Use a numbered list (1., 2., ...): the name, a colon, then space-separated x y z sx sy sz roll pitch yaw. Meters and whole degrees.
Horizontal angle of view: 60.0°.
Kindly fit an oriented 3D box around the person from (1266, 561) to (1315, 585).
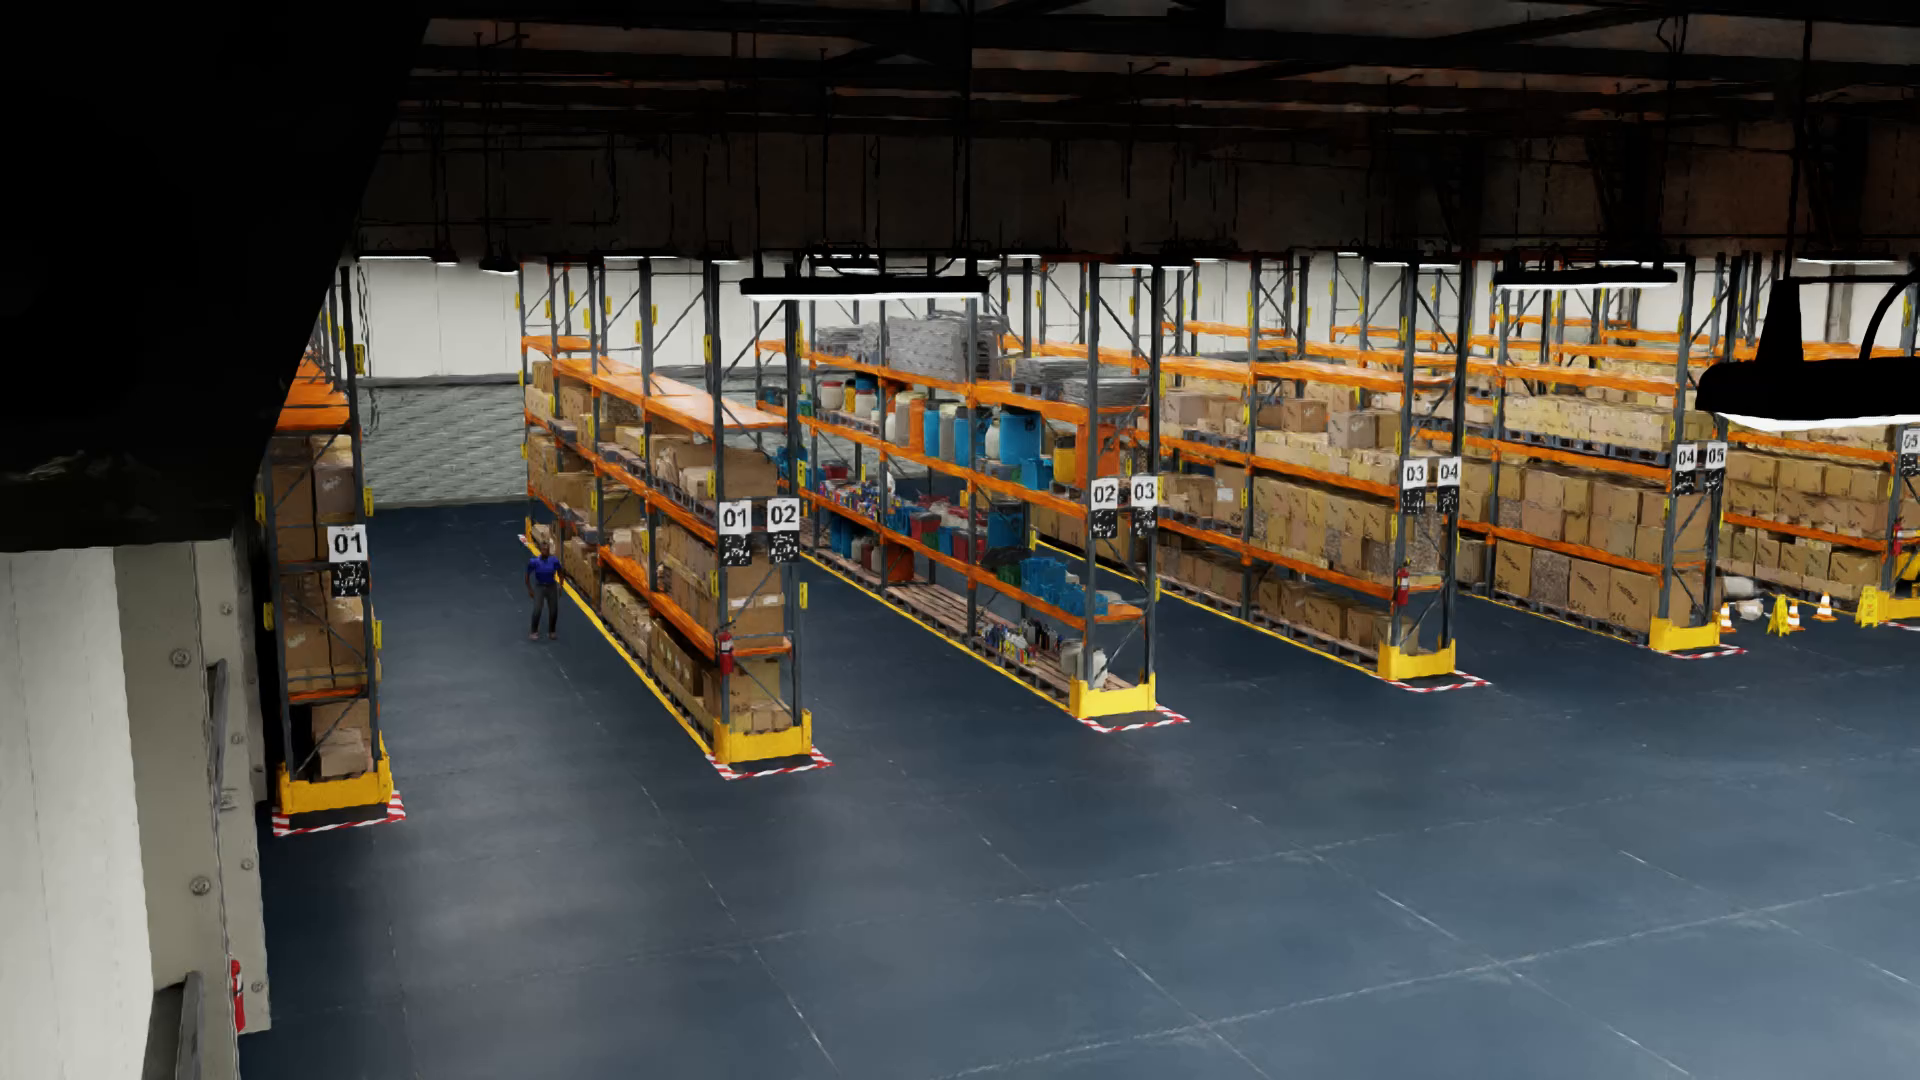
1. person: 5.978 0.024 30.250 0.691 1.662 0.816 -8 13 -38

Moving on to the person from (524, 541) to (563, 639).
1. person: -6.579 0.786 26.332 0.592 1.604 0.513 -5 11 -24

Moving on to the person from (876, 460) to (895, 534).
1. person: -1.596 -0.875 35.114 0.391 1.671 0.630 -6 12 -31
